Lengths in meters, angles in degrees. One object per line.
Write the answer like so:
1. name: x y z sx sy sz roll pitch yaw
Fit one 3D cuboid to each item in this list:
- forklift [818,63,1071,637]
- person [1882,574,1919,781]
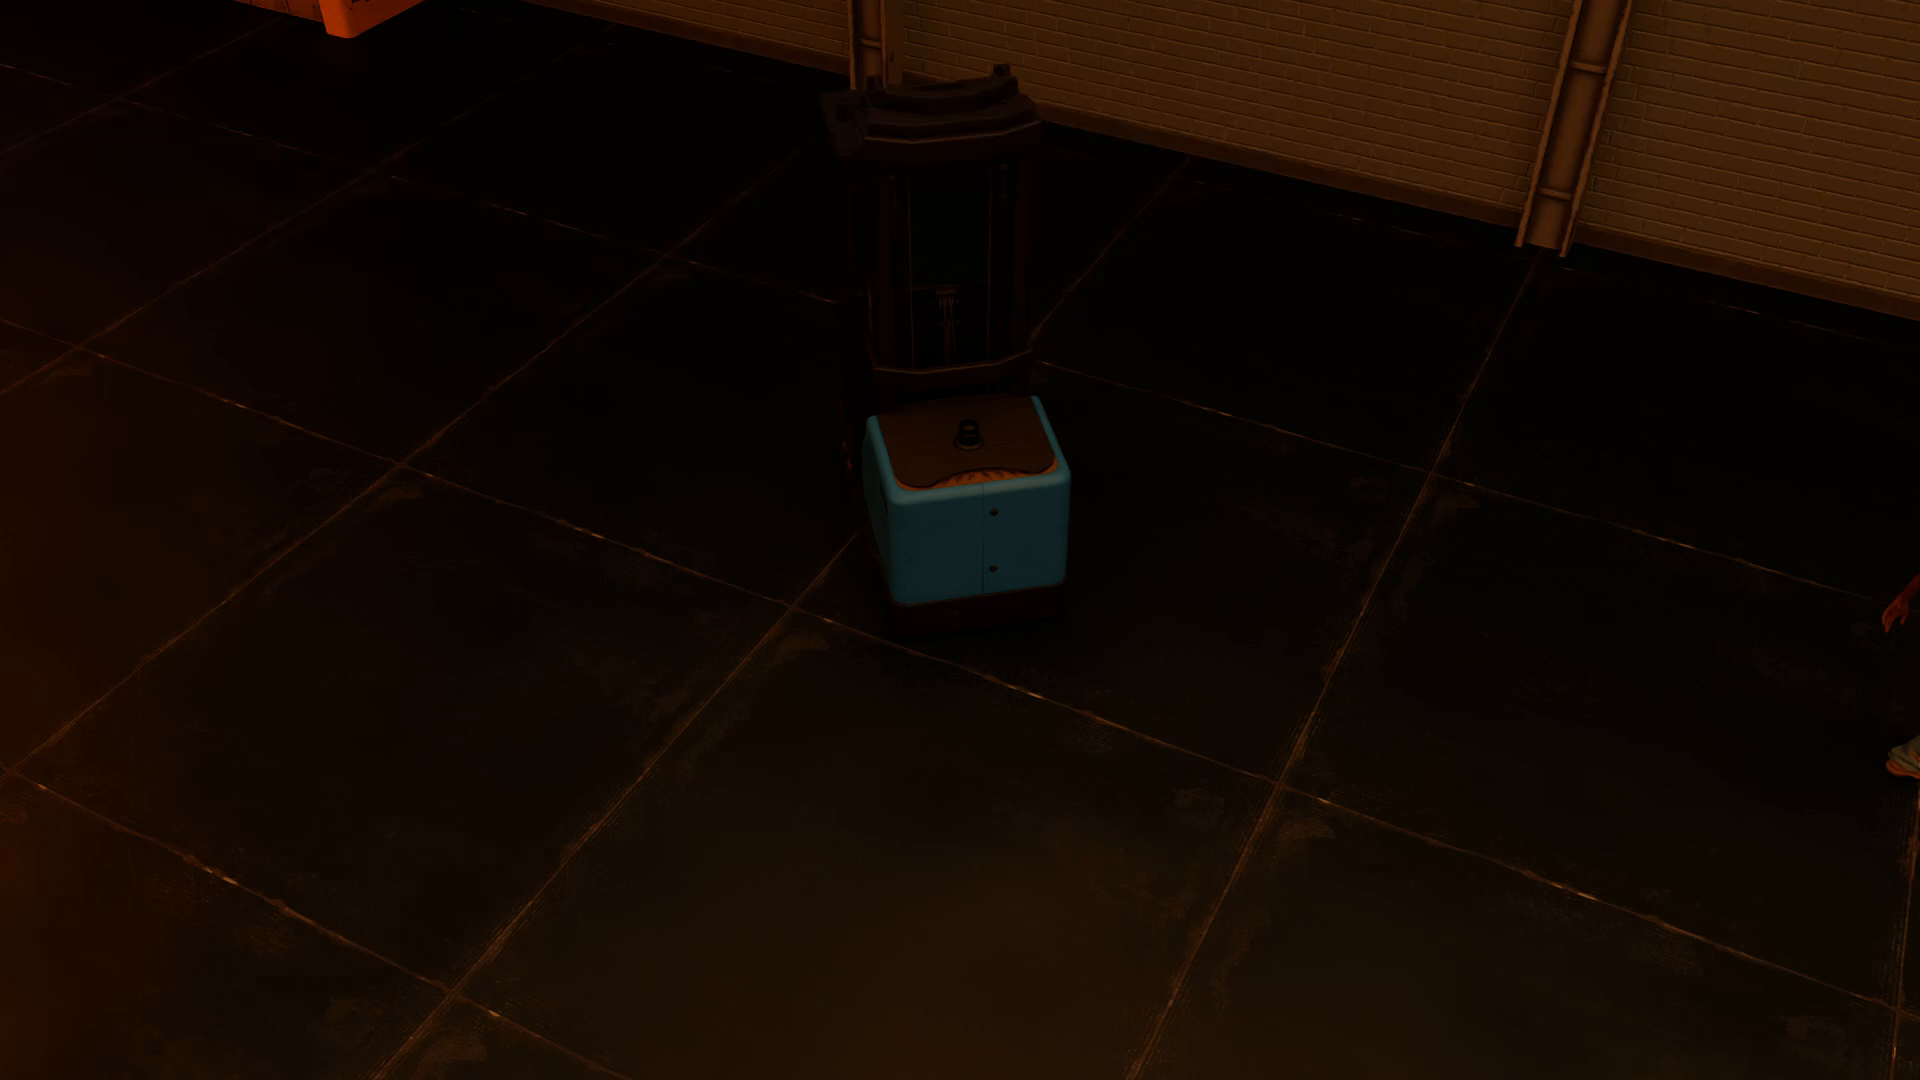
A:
1. forklift: -0.183 -1.522 9.793 1.130 2.935 3.031 -8 41 -9
2. person: 5.116 0.582 8.297 0.838 1.764 0.637 -3 40 -3
